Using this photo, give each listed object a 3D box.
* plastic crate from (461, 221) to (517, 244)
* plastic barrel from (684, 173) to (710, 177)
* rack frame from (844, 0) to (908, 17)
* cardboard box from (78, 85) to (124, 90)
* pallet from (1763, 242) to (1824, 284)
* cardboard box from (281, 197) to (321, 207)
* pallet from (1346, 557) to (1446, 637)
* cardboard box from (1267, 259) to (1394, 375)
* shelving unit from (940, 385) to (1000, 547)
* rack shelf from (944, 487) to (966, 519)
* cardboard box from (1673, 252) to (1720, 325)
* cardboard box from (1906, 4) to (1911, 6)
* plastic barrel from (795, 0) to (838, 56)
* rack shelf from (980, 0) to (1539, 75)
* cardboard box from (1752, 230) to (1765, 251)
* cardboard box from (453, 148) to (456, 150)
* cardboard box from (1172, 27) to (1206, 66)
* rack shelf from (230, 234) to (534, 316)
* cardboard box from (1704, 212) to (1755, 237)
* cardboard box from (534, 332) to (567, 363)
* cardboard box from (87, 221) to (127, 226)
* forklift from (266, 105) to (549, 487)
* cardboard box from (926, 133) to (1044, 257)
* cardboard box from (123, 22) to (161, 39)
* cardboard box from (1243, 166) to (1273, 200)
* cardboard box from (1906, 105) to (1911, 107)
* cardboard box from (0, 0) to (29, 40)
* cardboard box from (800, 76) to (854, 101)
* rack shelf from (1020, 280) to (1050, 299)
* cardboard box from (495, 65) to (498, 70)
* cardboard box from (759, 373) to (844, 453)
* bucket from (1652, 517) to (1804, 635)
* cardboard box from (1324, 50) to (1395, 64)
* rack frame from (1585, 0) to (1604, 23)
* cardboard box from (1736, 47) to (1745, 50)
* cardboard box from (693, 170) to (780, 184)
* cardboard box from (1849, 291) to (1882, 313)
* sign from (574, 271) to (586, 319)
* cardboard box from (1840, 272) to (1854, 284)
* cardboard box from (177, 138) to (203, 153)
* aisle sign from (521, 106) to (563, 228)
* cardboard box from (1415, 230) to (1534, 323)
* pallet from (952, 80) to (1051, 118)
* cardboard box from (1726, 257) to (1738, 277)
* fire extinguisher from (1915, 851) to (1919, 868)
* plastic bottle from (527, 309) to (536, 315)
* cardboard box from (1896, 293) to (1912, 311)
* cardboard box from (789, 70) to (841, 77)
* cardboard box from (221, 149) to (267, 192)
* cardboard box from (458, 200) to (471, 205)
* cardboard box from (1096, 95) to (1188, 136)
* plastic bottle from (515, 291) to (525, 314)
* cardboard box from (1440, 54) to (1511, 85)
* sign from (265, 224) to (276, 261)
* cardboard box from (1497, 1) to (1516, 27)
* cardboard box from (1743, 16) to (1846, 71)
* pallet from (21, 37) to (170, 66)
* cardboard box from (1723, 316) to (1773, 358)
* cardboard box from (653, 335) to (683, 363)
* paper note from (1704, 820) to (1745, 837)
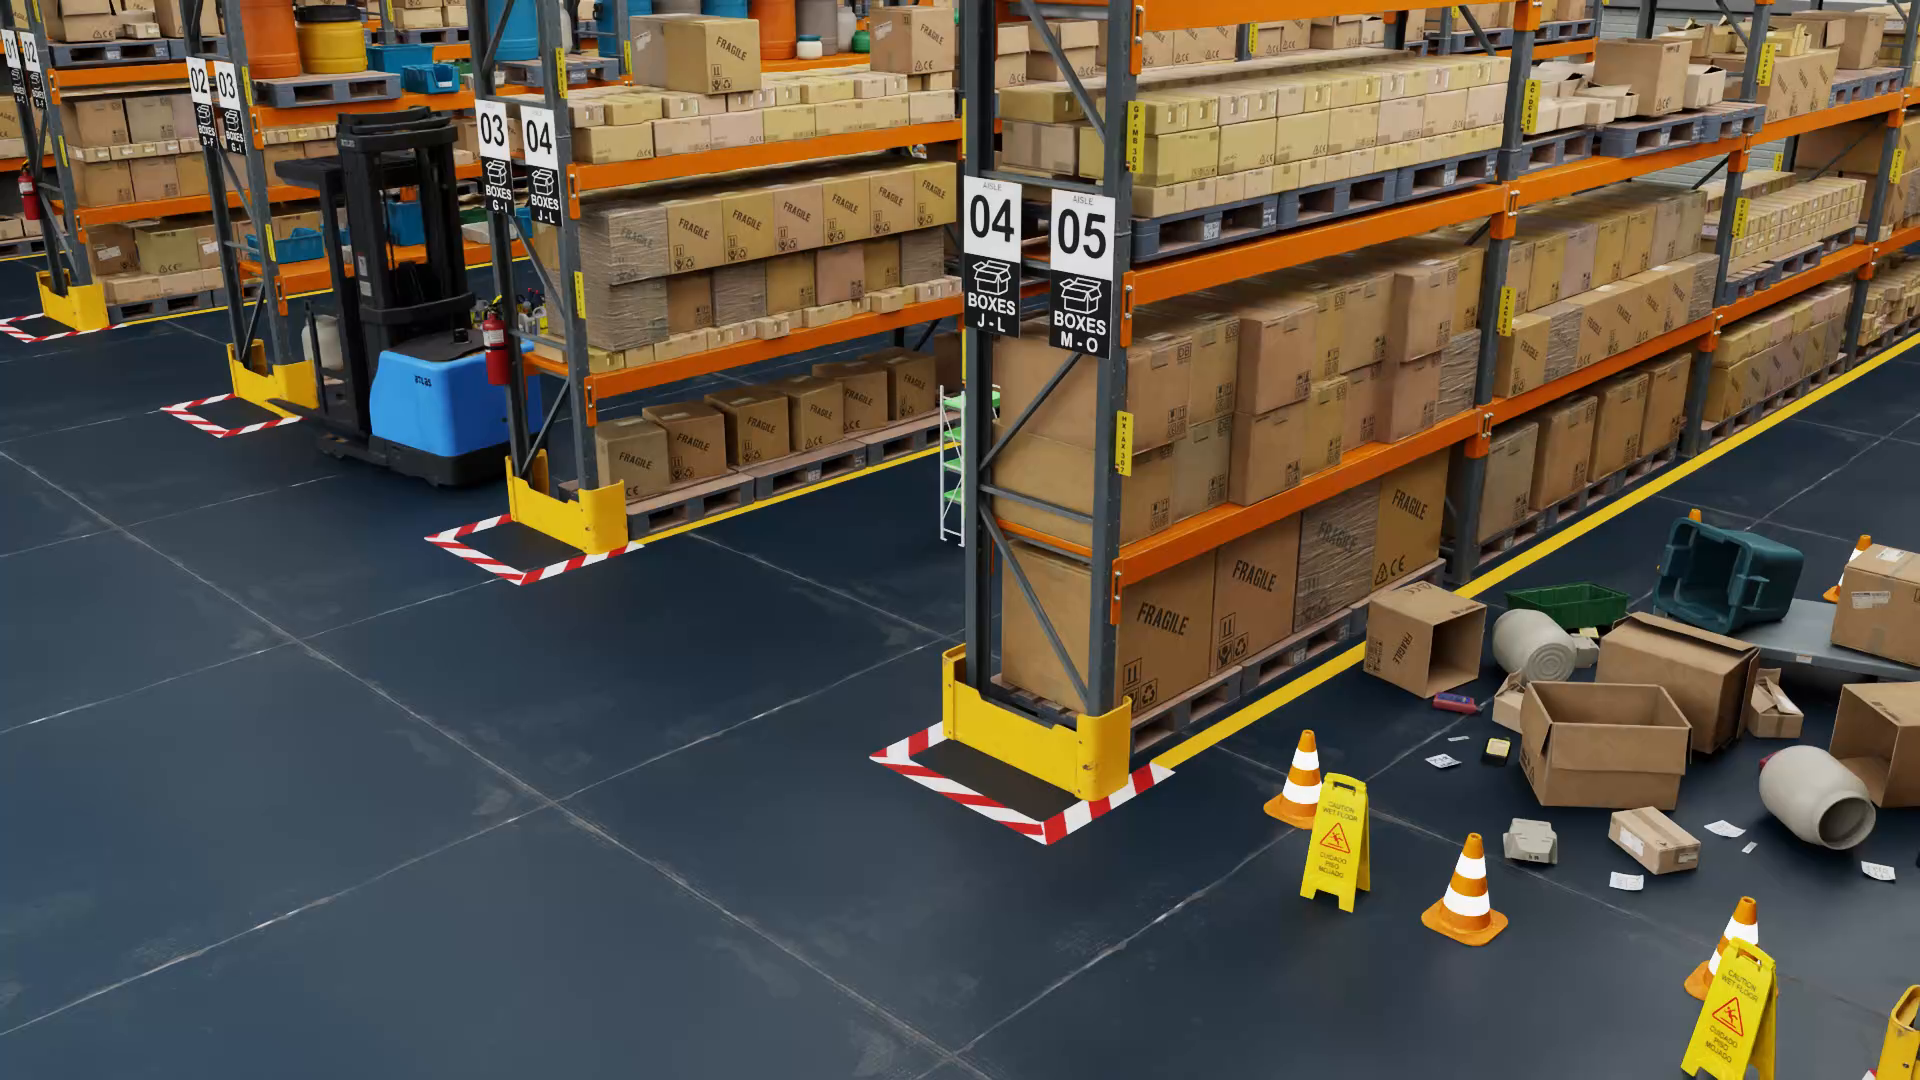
[{"bbox_3d":[-4.764,-3.114,16.864,0.530,0.136,0.437,19,28,41],"label":"plastic crate"},{"bbox_3d":[-2.988,-3.973,18.540,0.433,0.535,0.433,0,21,0],"label":"plastic barrel"},{"bbox_3d":[-1.022,-7.547,19.666,1.000,3.000,0.127,19,28,41],"label":"rack frame"},{"bbox_3d":[-12.104,-6.160,23.556,0.500,0.500,0.500,-19,28,-41],"label":"cardboard box"},{"bbox_3d":[7.361,-2.669,15.605,1.003,0.211,1.213,19,28,41],"label":"pallet"},{"bbox_3d":[-8.250,-4.050,21.133,0.500,0.500,0.500,19,28,41],"label":"cardboard box"},{"bbox_3d":[2.633,0.266,11.587,1.003,0.211,1.213,19,28,41],"label":"pallet"},{"bbox_3d":[2.162,-1.424,10.385,0.875,0.550,0.550,19,28,41],"label":"cardboard box"},{"bbox_3d":[0.115,-0.603,12.470,0.258,1.200,0.503,19,28,41],"label":"shelving unit"},{"bbox_3d":[0.115,-0.319,12.579,0.258,0.148,0.480,19,28,41],"label":"rack shelf"},{"bbox_3d":[5.888,-2.103,13.726,0.500,0.500,0.500,19,28,41],"label":"cardboard box"},{"bbox_3d":[10.495,-5.752,18.133,0.250,0.149,0.380,-19,28,-41],"label":"cardboard box"},{"bbox_3d":[-1.751,-6.224,19.706,0.600,0.901,0.600,0,21,0],"label":"plastic barrel"},{"bbox_3d":[1.824,-2.975,9.332,1.077,0.370,4.000,19,28,41],"label":"rack shelf"},{"bbox_3d":[6.862,-2.671,14.692,0.380,0.149,0.250,18,28,39],"label":"cardboard box"},{"bbox_3d":[-6.877,-5.168,22.027,0.396,0.266,0.258,18,28,39],"label":"cardboard box"},{"bbox_3d":[2.023,-4.867,16.039,0.500,0.500,0.500,19,28,41],"label":"cardboard box"},{"bbox_3d":[-5.208,-2.868,16.859,1.077,0.370,4.000,19,28,41],"label":"rack shelf"},{"bbox_3d":[6.656,-2.736,14.447,0.380,0.149,0.250,18,28,39],"label":"cardboard box"},{"bbox_3d":[-3.003,-1.458,12.537,0.380,0.149,0.250,19,28,41],"label":"cardboard box"},{"bbox_3d":[-12.209,-4.686,23.456,0.700,0.500,0.500,17,27,37],"label":"cardboard box"},{"bbox_3d":[-4.996,-2.212,14.245,3.031,2.935,1.130,16,26,35],"label":"forklift"},{"bbox_3d":[0.391,-3.124,15.099,1.000,1.000,1.000,19,28,41],"label":"cardboard box"},{"bbox_3d":[-9.202,-5.733,18.699,0.380,0.149,0.250,19,28,41],"label":"cardboard box"},{"bbox_3d":[1.427,-1.912,8.812,0.380,0.149,0.250,20,28,41],"label":"cardboard box"},{"bbox_3d":[10.008,-4.508,18.174,0.500,0.500,0.500,18,28,39],"label":"cardboard box"},{"bbox_3d":[-12.529,-6.913,22.030,0.500,0.500,0.500,-19,28,-40],"label":"cardboard box"},{"bbox_3d":[-1.056,-3.582,13.184,0.250,0.149,0.380,-19,28,-40],"label":"cardboard box"},{"bbox_3d":[1.131,-2.657,16.309,1.077,0.370,4.000,19,28,41],"label":"rack shelf"},{"bbox_3d":[-7.599,-7.830,27.139,0.500,0.250,0.500,-19,28,-41],"label":"cardboard box"},{"bbox_3d":[-1.343,-1.087,14.119,0.500,0.500,0.500,16,26,36],"label":"cardboard box"},{"bbox_3d":[4.776,0.219,10.267,0.620,0.611,0.726,1,19,-28],"label":"bucket"},{"bbox_3d":[2.544,-3.034,10.622,0.380,0.149,0.250,19,28,40],"label":"cardboard box"},{"bbox_3d":[8.107,-8.363,21.791,1.000,3.000,0.127,19,28,41],"label":"rack frame"},{"bbox_3d":[6.917,-4.156,14.886,0.500,0.500,0.500,19,28,41],"label":"cardboard box"},{"bbox_3d":[-1.798,-2.690,13.445,0.500,0.500,0.500,19,28,41],"label":"cardboard box"},{"bbox_3d":[9.423,-2.503,17.465,0.250,0.149,0.380,-18,28,-39],"label":"cardboard box"},{"bbox_3d":[-2.666,-1.719,11.658,0.100,0.325,0.005,19,28,41],"label":"sign"},{"bbox_3d":[9.719,-2.921,18.552,0.380,0.149,0.250,18,27,39],"label":"cardboard box"},{"bbox_3d":[-9.002,-4.593,19.299,0.380,0.149,0.250,18,27,39],"label":"cardboard box"},{"bbox_3d":[-2.883,-2.573,11.464,0.394,0.787,0.004,19,28,41],"label":"aisle sign"},{"bbox_3d":[3.561,-1.854,11.683,0.700,0.500,0.500,19,28,40],"label":"cardboard box"},{"bbox_3d":[0.243,-3.923,14.681,1.213,0.211,1.003,19,28,41],"label":"pallet"},{"bbox_3d":[6.466,-2.383,14.357,0.380,0.149,0.250,19,28,40],"label":"cardboard box"},{"bbox_3d":[3.636,0.980,5.951,0.296,0.674,0.183,19,28,41],"label":"fire extinguisher"},{"bbox_3d":[-4.506,-2.305,17.562,0.061,0.283,0.133,19,28,41],"label":"plastic bottle"},{"bbox_3d":[10.159,-2.626,18.201,0.380,0.149,0.250,19,28,40],"label":"cardboard box"},{"bbox_3d":[-1.193,-3.764,13.660,0.250,0.149,0.380,-19,28,-40],"label":"cardboard box"},{"bbox_3d":[-8.737,-4.493,19.943,0.500,0.500,0.700,-19,28,-40],"label":"cardboard box"},{"bbox_3d":[-6.924,-4.444,22.422,0.500,0.311,0.500,-19,28,-41],"label":"cardboard box"},{"bbox_3d":[0.890,-2.087,8.156,0.380,0.149,0.250,20,28,41],"label":"cardboard box"},{"bbox_3d":[-4.805,-2.535,18.068,0.144,0.351,0.185,18,27,38],"label":"plastic bottle"},{"bbox_3d":[3.192,-2.935,10.363,0.380,0.149,0.250,19,28,40],"label":"cardboard box"},{"bbox_3d":[-6.212,-2.680,14.981,0.100,0.325,0.005,19,28,41],"label":"sign"},{"bbox_3d":[6.664,-6.677,20.719,0.500,0.500,0.700,-19,28,-40],"label":"cardboard box"},{"bbox_3d":[7.628,-4.548,15.315,0.797,0.503,0.637,19,28,40],"label":"cardboard box"},{"bbox_3d":[-9.638,-5.465,18.554,1.003,0.211,1.213,19,28,41],"label":"pallet"},{"bbox_3d":[7.018,-1.866,15.101,0.500,0.250,0.500,19,28,40],"label":"cardboard box"},{"bbox_3d":[-2.311,-1.467,12.560,0.380,0.149,0.250,19,28,41],"label":"cardboard box"},{"bbox_3d":[3.979,1.499,8.647,0.142,0.019,0.148,-10,23,-24],"label":"paper note"}]
